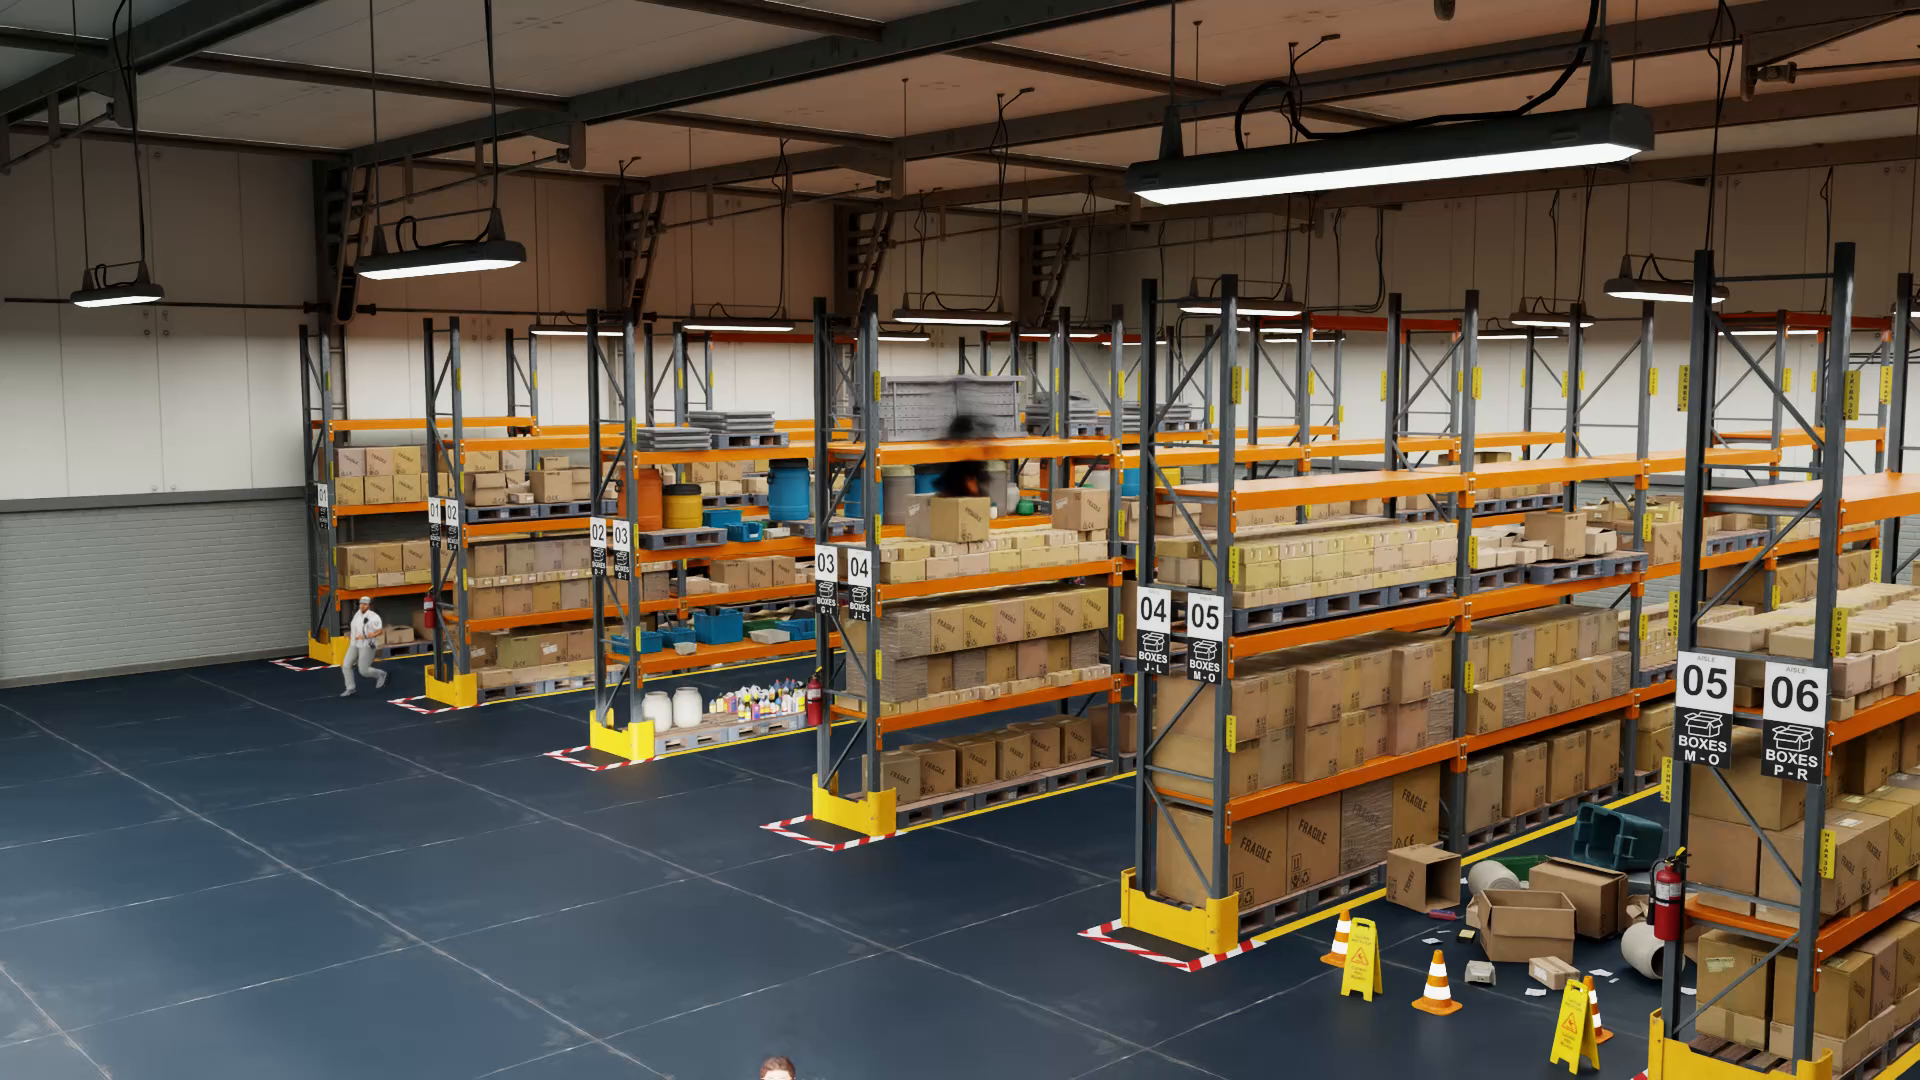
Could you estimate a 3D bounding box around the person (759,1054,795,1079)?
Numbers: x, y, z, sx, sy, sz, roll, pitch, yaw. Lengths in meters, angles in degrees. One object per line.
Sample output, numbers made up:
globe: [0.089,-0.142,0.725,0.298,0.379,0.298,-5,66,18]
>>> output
person: [-0.932,3.471,8.547,0.564,1.737,0.780,0,6,-1]

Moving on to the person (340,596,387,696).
person: [-9.537,1.697,26.701,0.634,1.614,0.689,3,6,26]
